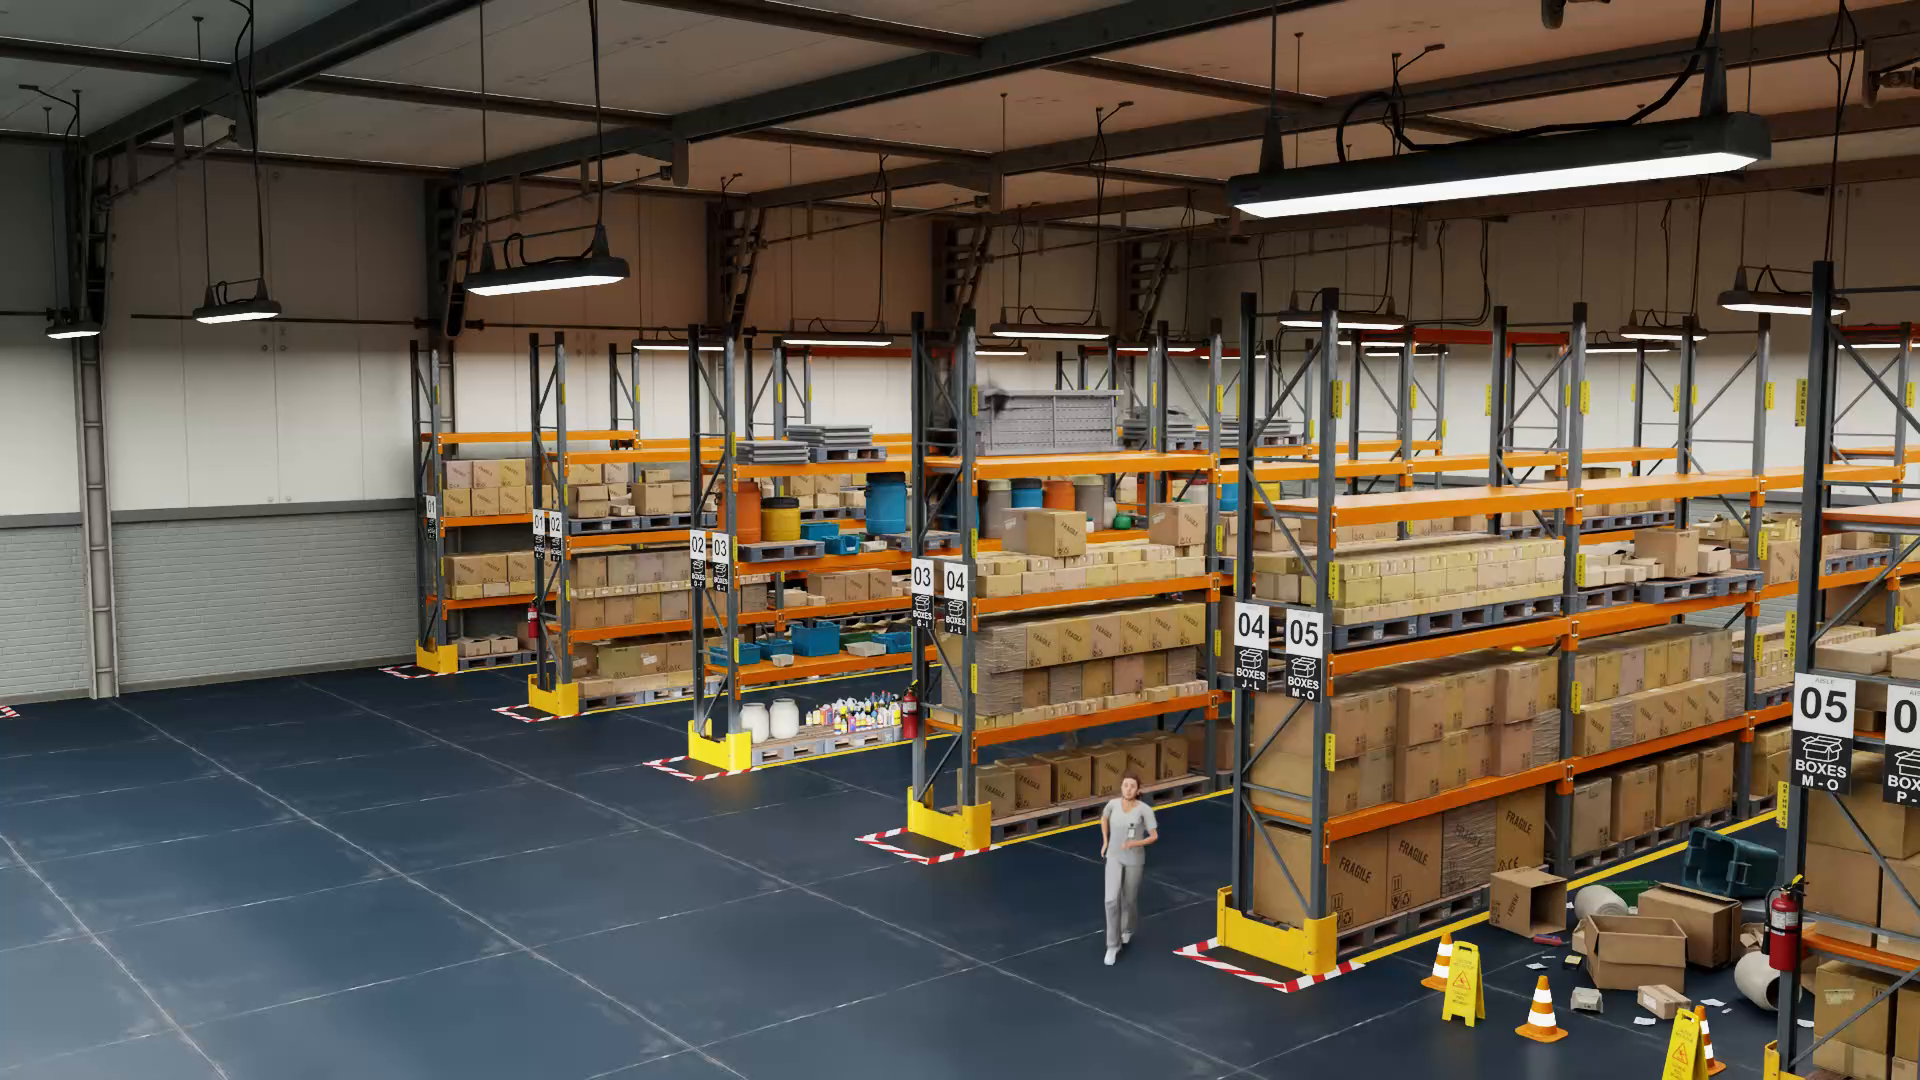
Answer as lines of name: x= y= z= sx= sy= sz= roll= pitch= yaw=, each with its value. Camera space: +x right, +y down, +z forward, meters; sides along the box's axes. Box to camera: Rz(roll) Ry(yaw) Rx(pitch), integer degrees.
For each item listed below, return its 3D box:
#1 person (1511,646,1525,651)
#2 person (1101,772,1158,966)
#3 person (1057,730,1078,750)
person: x=7.244 y=2.282 z=21.723 sx=0.673 sy=1.812 sz=0.706 roll=5 pitch=7 yaw=43
person: x=1.521 y=2.936 z=15.088 sx=0.563 sy=1.684 sz=0.753 roll=2 pitch=6 yaw=16
person: x=1.348 y=2.013 z=22.109 sx=0.647 sy=1.803 sz=0.645 roll=-5 pitch=7 yaw=-42
